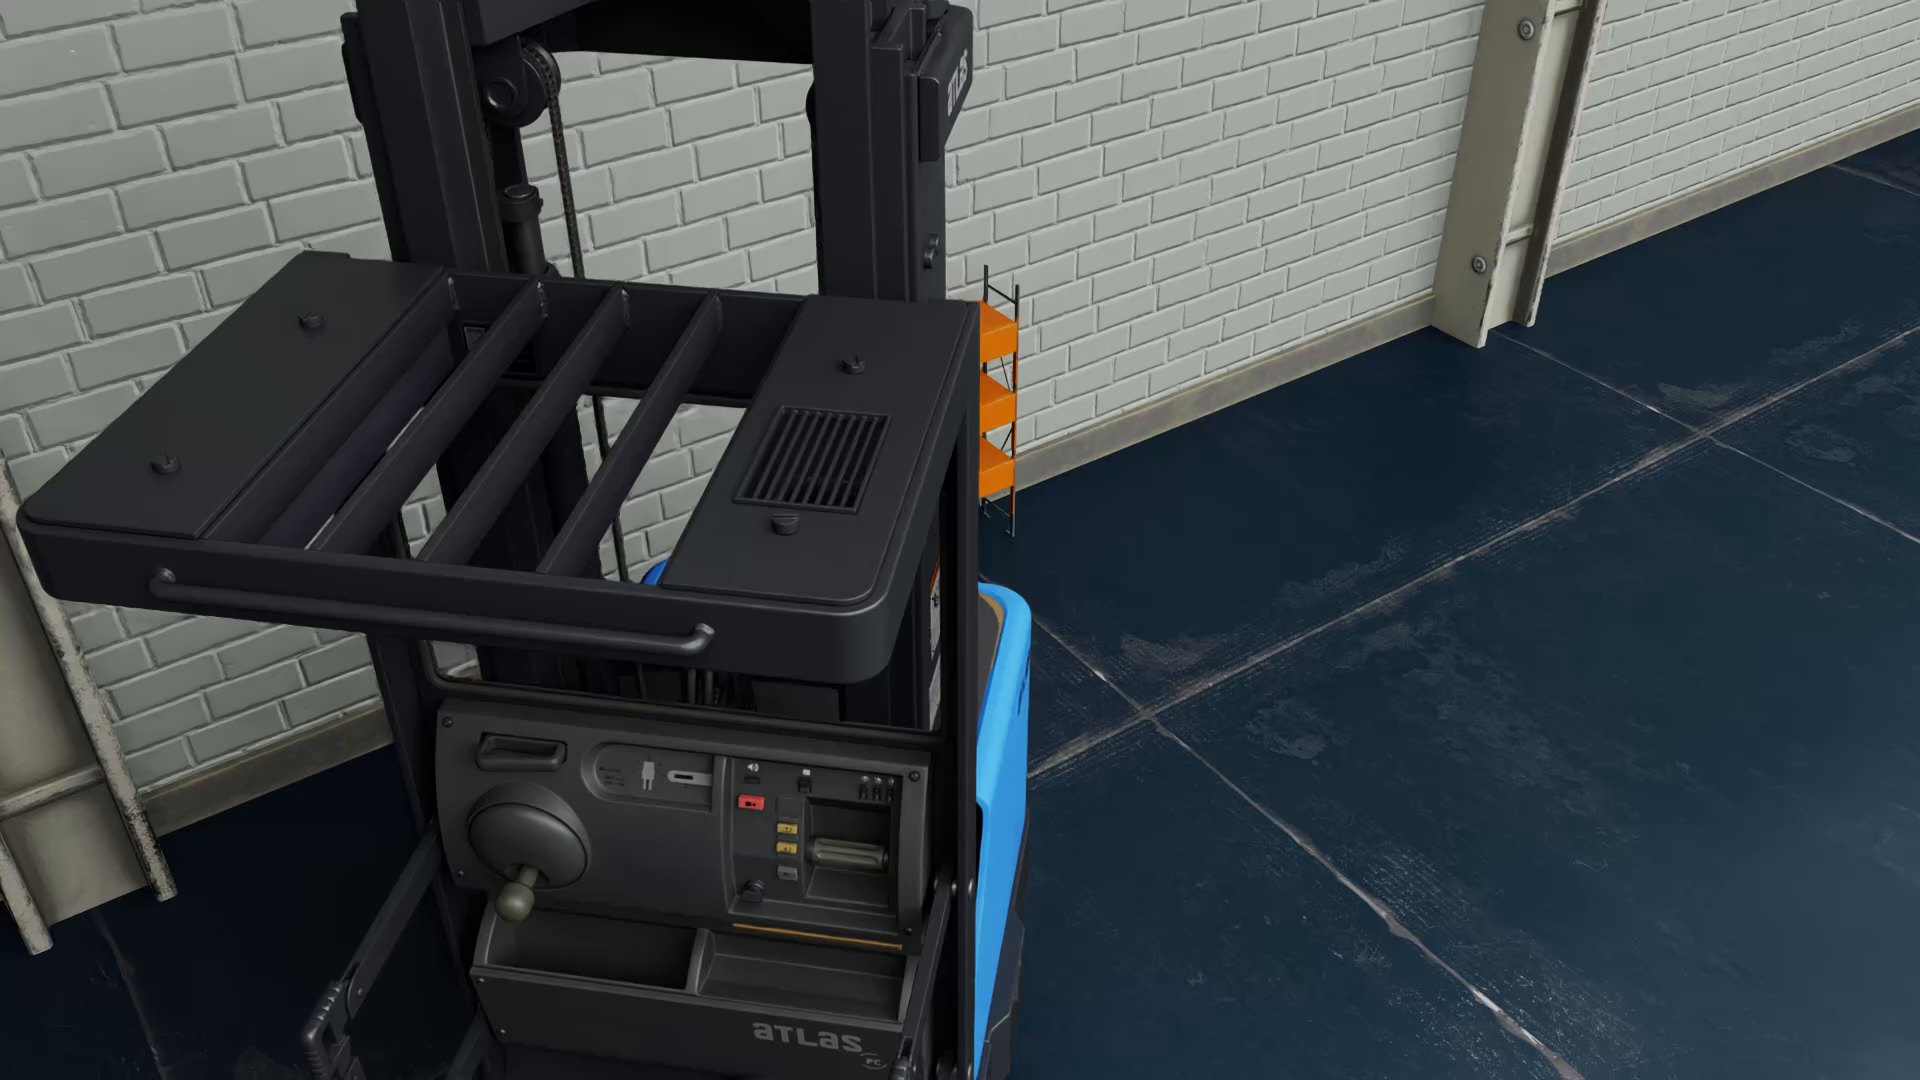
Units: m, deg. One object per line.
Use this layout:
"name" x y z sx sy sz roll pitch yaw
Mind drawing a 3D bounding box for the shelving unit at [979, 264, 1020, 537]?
"shelving unit" 0.044 -0.444 5.968 0.252 1.050 0.215 -22 41 -28

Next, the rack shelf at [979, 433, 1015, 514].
"rack shelf" 0.044 -0.210 6.137 0.240 0.259 0.215 -22 41 -28

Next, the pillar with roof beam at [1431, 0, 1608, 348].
"pillar with roof beam" 4.868 -2.596 2.153 0.400 9.000 9.100 -22 41 -28

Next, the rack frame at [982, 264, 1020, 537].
"rack frame" 0.143 -0.485 6.026 0.008 1.050 0.200 -22 41 -28

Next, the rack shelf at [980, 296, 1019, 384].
"rack shelf" 0.044 -0.666 5.809 0.240 0.259 0.215 -22 41 -28

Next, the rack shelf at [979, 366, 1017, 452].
"rack shelf" 0.044 -0.436 5.975 0.240 0.259 0.215 -22 41 -28

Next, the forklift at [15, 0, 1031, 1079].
"forklift" -0.553 0.602 2.903 1.130 2.935 3.031 5 36 8
